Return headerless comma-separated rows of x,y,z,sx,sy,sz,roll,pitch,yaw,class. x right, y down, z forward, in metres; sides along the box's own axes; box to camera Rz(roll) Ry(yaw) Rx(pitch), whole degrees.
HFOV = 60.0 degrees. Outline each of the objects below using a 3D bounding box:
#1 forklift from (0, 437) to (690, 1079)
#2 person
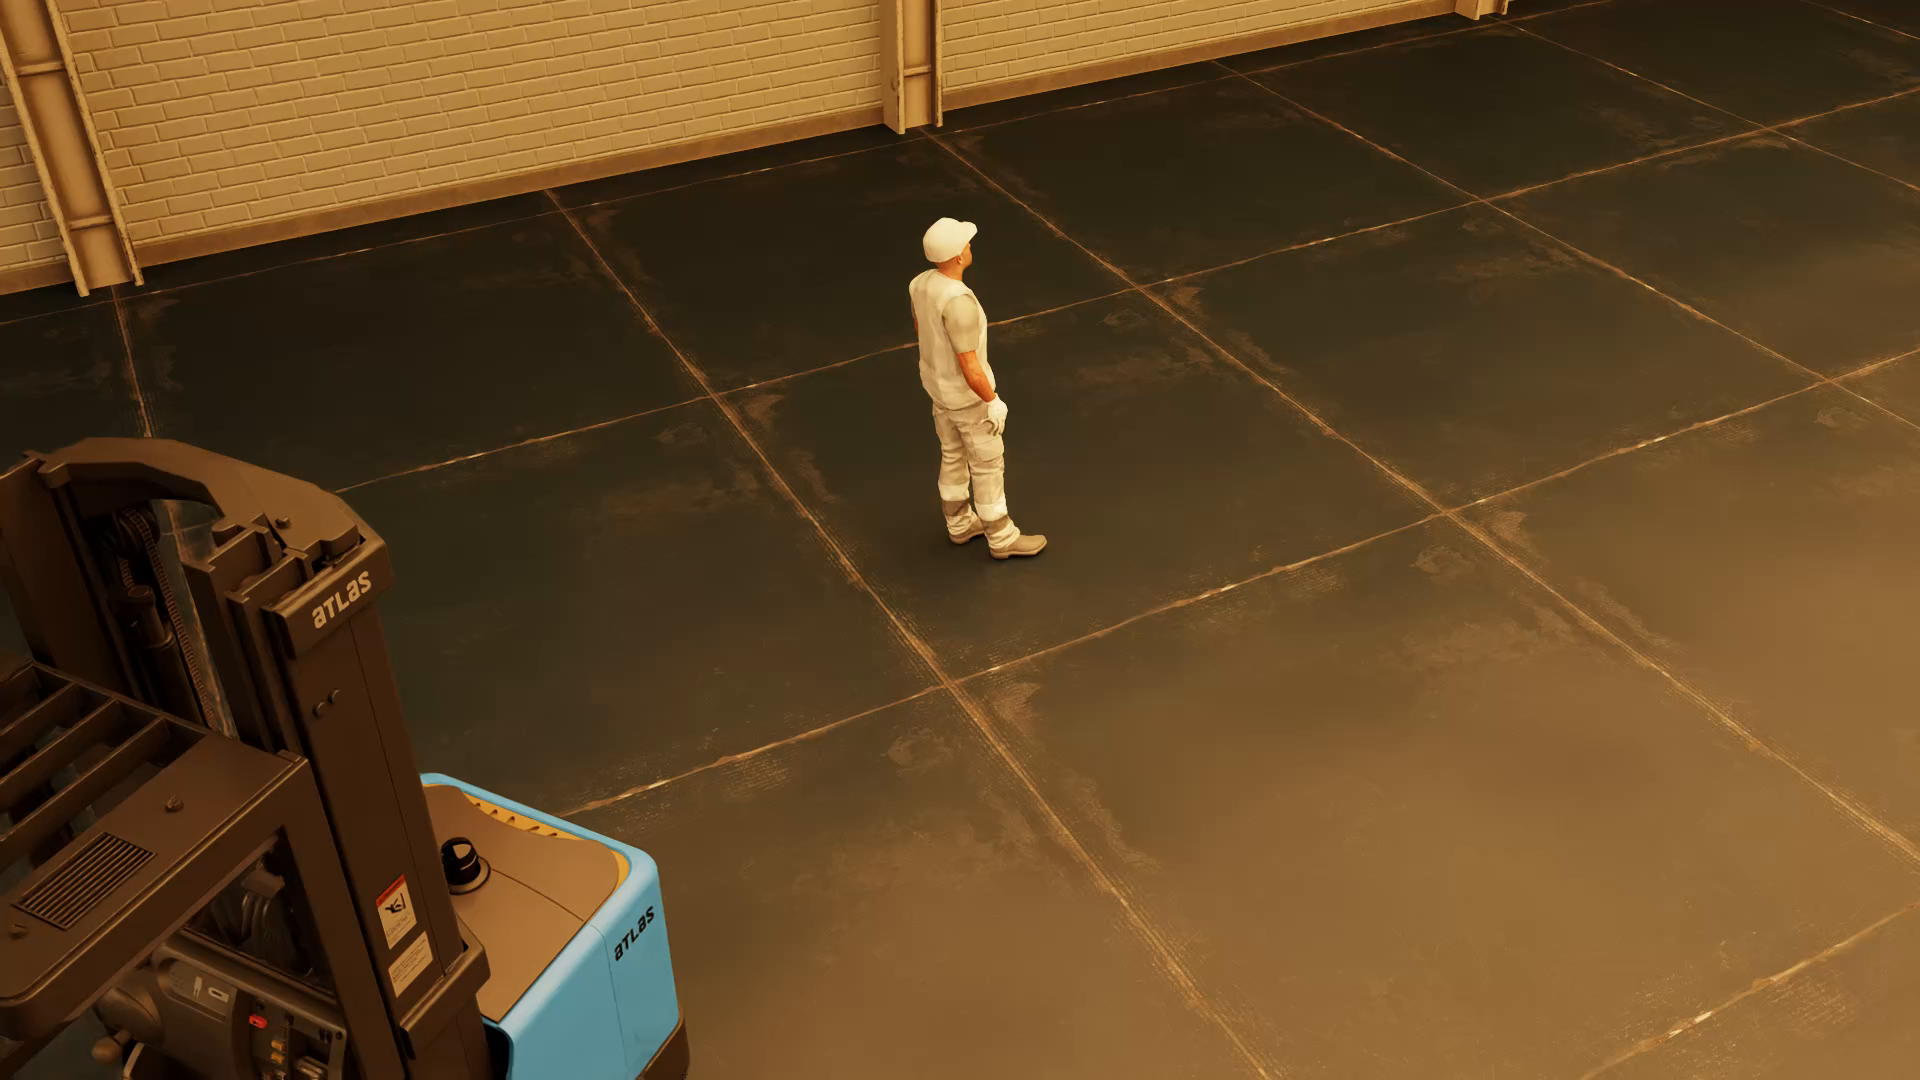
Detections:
-2.058,1.343,4.222,1.130,2.935,3.031,16,38,21,forklift
0.077,-0.752,8.164,0.562,1.790,0.637,-17,39,-23,person
